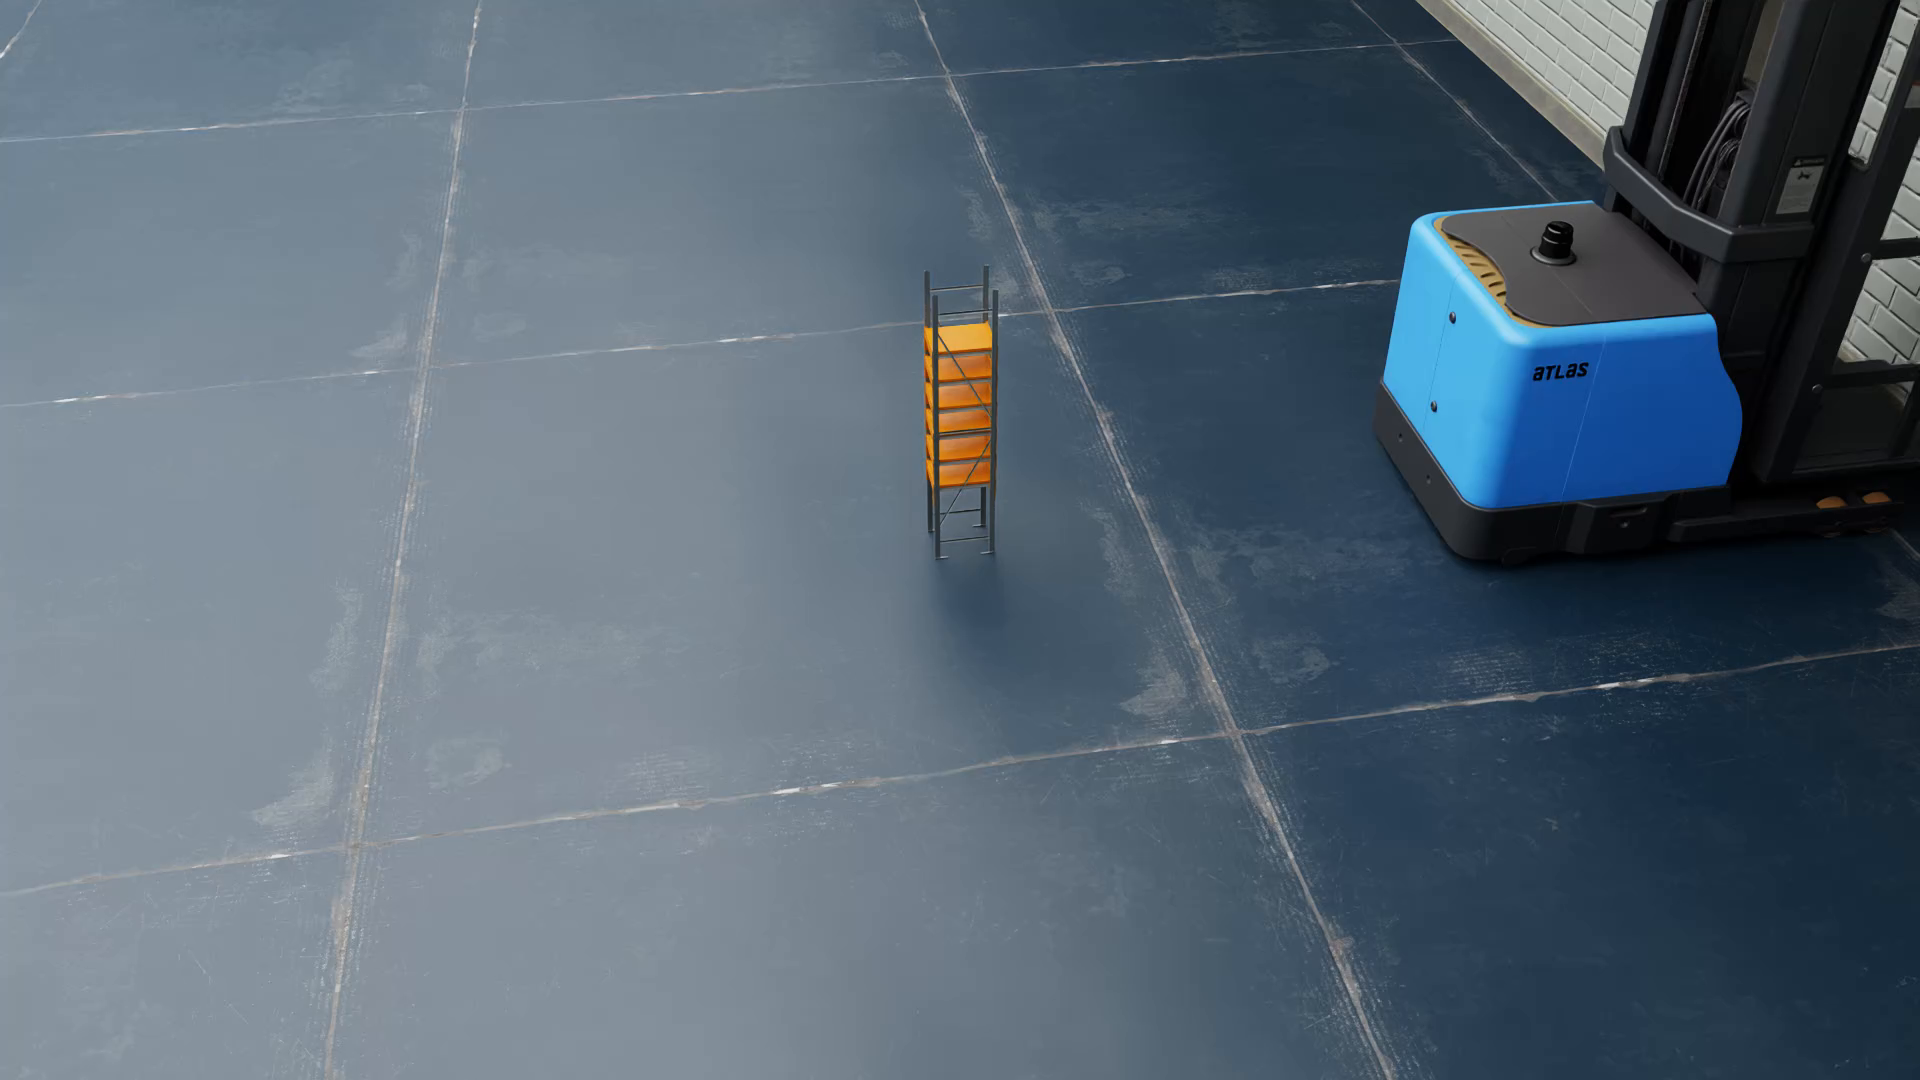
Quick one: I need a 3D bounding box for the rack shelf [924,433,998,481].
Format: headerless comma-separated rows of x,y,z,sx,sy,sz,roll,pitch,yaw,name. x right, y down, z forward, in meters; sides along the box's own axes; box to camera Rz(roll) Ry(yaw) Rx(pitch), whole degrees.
0.003,-0.335,6.472,0.258,0.103,0.180,-6,38,-8,rack shelf

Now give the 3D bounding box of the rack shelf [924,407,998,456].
0.003,-0.430,6.398,0.258,0.103,0.180,-6,38,-8,rack shelf

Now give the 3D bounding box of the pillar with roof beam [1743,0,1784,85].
-0.522,-4.578,5.308,9.100,9.000,0.400,-6,38,-8,pillar with roof beam

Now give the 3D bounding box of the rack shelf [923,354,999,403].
0.003,-0.620,6.251,0.258,0.103,0.180,-6,38,-8,rack shelf

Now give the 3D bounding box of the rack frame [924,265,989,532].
-0.013,-0.520,6.442,0.240,1.200,0.006,-6,38,-8,rack frame

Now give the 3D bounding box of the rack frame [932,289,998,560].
0.019,-0.410,6.300,0.240,1.200,0.006,-6,38,-8,rack frame

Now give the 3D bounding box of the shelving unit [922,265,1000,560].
0.003,-0.465,6.371,0.258,1.200,0.189,-6,38,-8,shelving unit

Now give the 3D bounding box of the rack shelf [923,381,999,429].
0.003,-0.525,6.324,0.258,0.103,0.180,-6,38,-8,rack shelf

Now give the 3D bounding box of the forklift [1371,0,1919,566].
3.364,-1.483,6.269,3.031,2.935,1.130,-6,38,-8,forklift

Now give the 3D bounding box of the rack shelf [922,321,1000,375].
0.003,-0.714,6.177,0.258,0.103,0.180,-6,38,-8,rack shelf

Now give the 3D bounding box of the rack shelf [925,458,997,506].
0.003,-0.240,6.545,0.258,0.103,0.180,-6,38,-8,rack shelf
